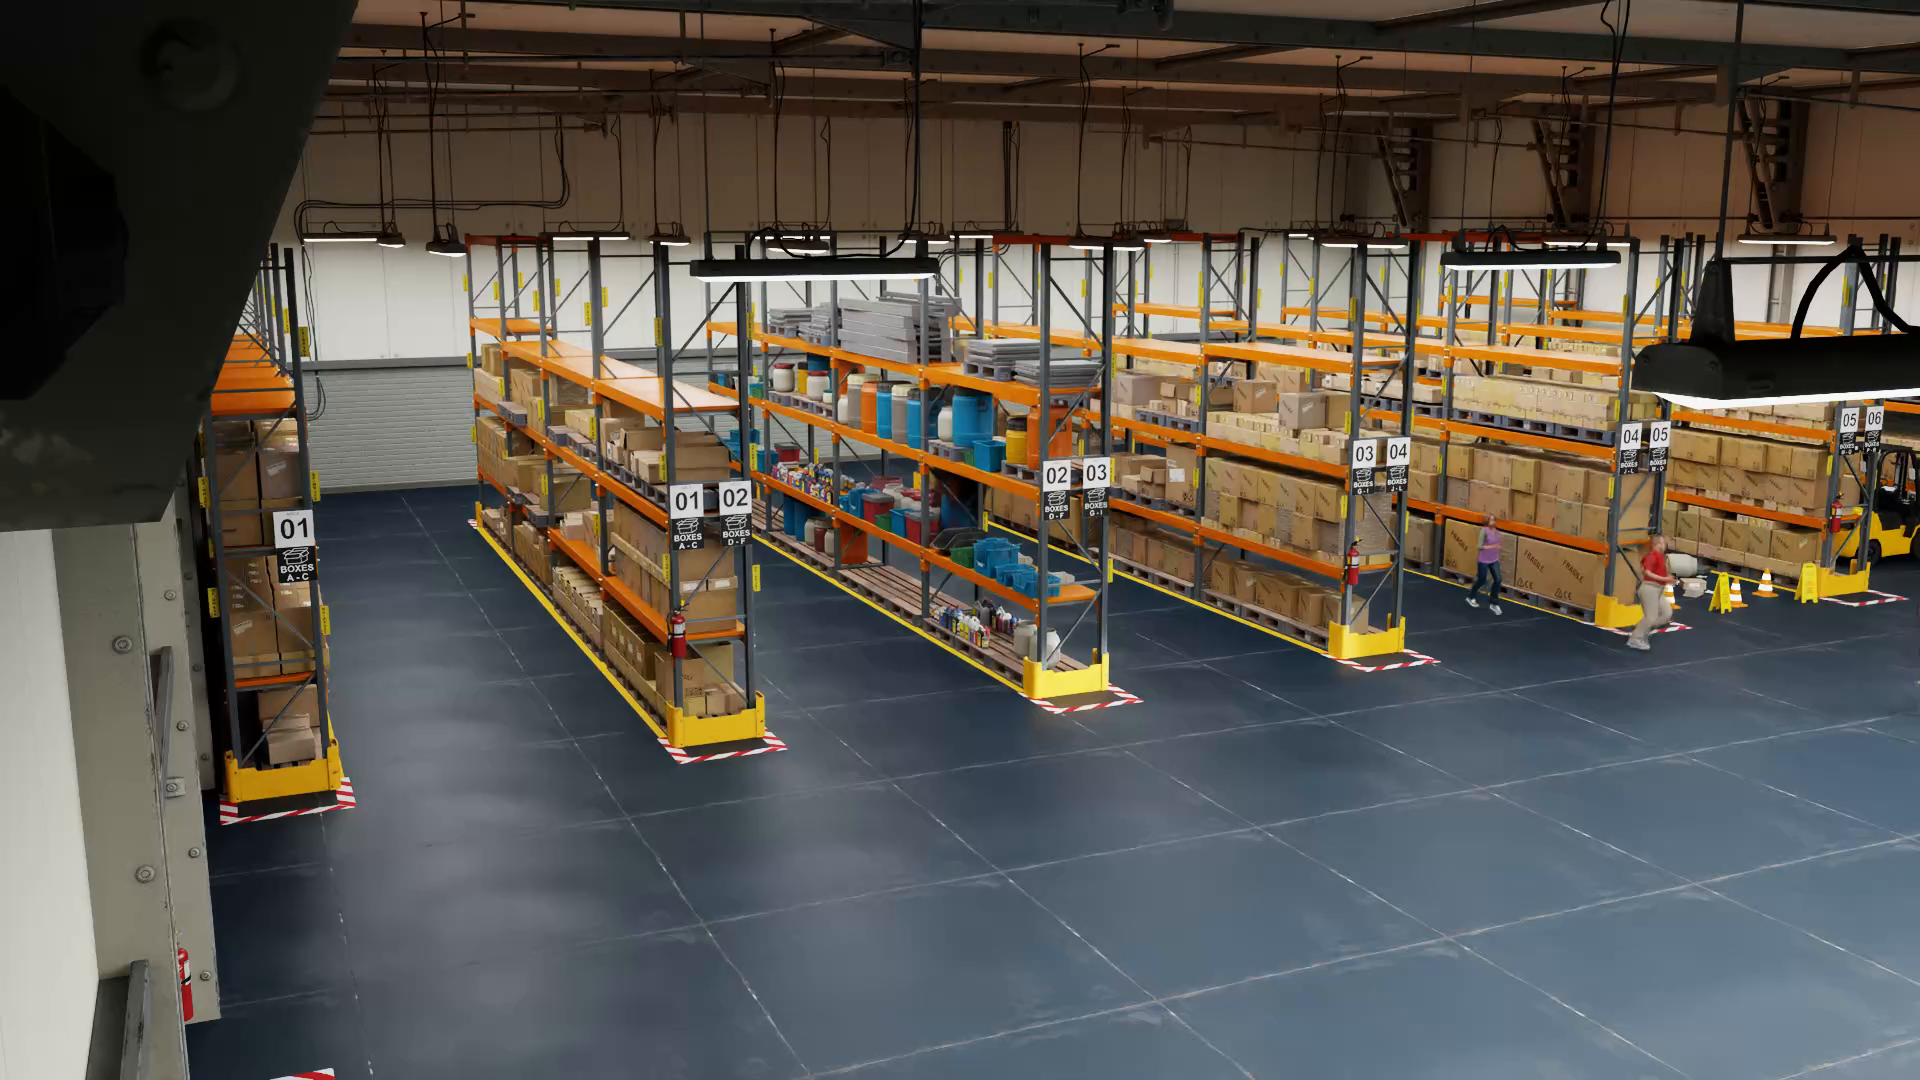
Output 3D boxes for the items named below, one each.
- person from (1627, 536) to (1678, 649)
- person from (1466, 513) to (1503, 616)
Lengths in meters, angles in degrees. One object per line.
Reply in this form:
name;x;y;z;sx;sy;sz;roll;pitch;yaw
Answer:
person;10.343;0.788;24.724;0.612;1.697;0.654;7;13;32
person;8.535;0.370;26.949;0.520;1.635;0.706;-5;12;-26
